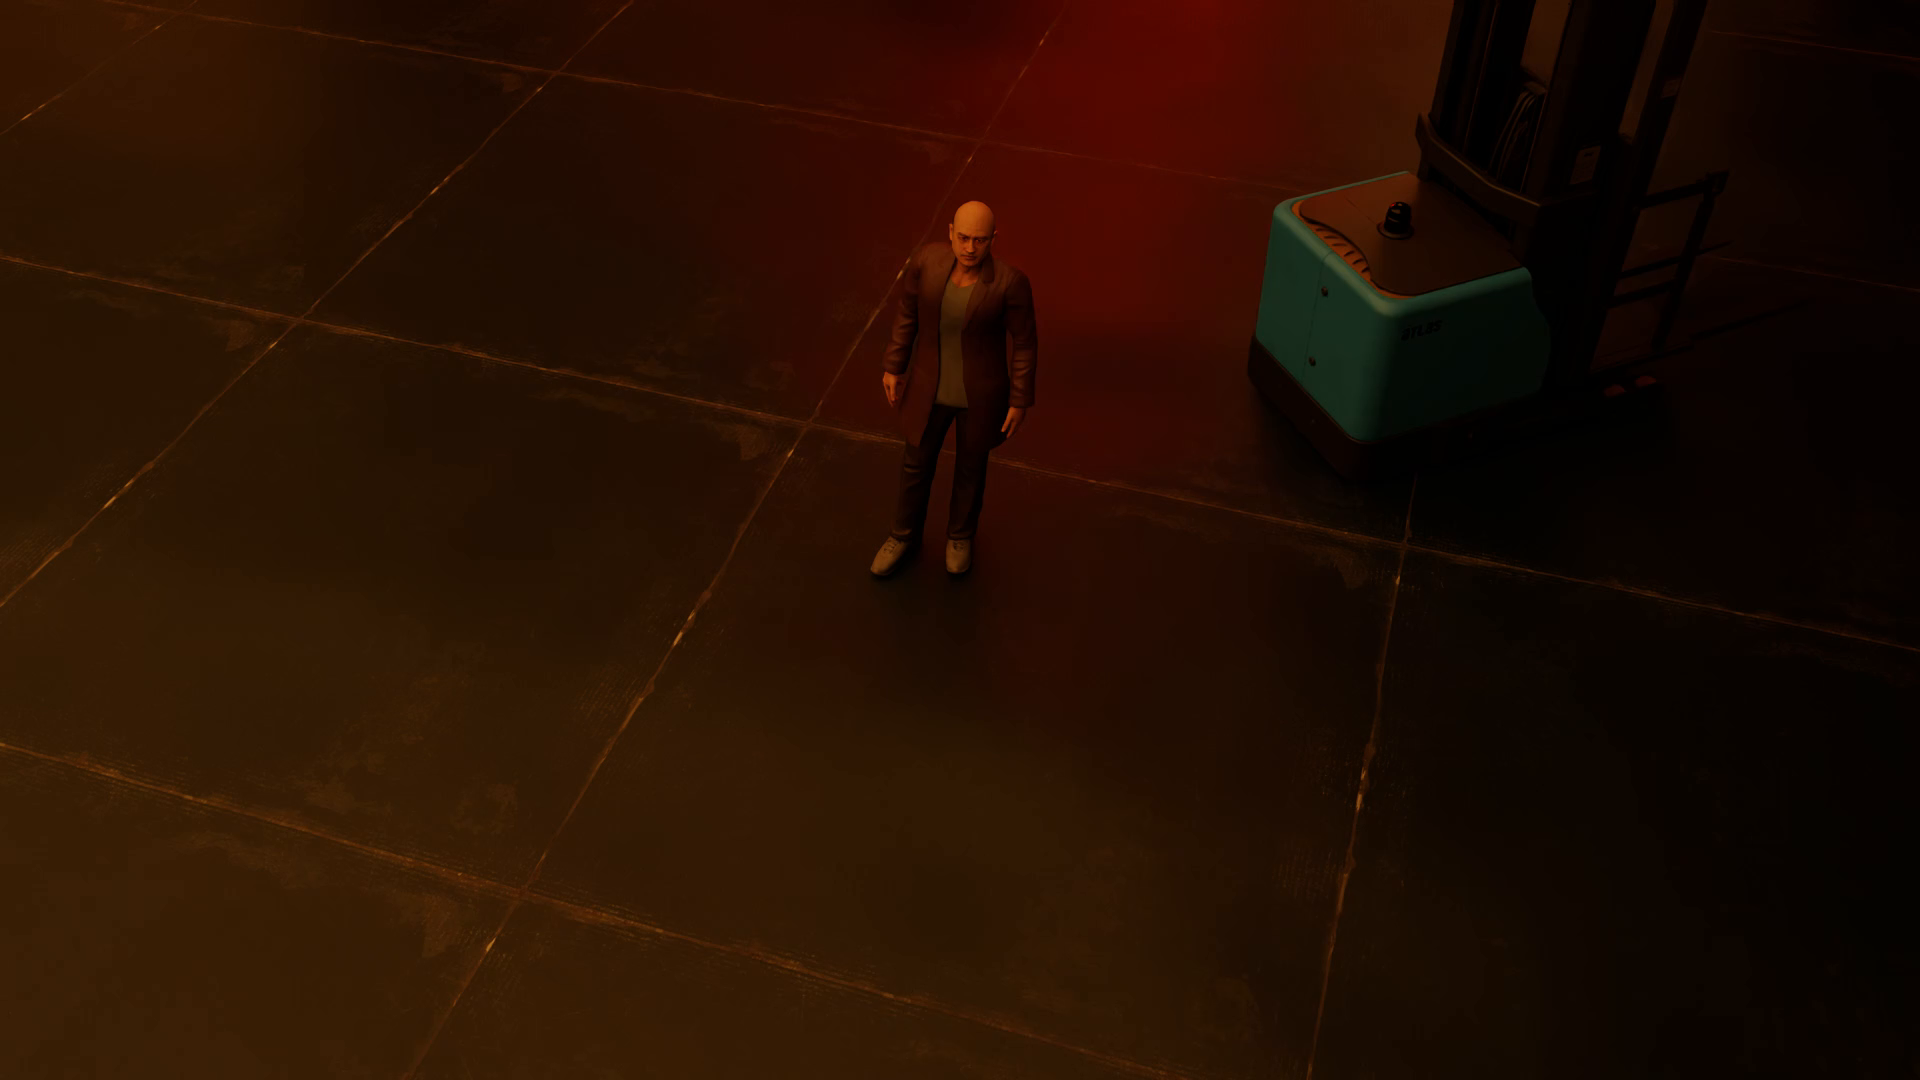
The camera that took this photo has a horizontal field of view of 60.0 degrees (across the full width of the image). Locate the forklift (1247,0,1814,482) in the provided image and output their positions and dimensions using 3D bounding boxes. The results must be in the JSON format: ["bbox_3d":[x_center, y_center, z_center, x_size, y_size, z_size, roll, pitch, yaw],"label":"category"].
[{"bbox_3d":[3.061,-2.016,7.856,3.031,2.935,1.130,-16,45,-17],"label":"forklift"}]

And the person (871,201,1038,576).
[{"bbox_3d":[-0.032,-0.598,7.168,0.696,1.776,0.582,12,44,13],"label":"person"}]
